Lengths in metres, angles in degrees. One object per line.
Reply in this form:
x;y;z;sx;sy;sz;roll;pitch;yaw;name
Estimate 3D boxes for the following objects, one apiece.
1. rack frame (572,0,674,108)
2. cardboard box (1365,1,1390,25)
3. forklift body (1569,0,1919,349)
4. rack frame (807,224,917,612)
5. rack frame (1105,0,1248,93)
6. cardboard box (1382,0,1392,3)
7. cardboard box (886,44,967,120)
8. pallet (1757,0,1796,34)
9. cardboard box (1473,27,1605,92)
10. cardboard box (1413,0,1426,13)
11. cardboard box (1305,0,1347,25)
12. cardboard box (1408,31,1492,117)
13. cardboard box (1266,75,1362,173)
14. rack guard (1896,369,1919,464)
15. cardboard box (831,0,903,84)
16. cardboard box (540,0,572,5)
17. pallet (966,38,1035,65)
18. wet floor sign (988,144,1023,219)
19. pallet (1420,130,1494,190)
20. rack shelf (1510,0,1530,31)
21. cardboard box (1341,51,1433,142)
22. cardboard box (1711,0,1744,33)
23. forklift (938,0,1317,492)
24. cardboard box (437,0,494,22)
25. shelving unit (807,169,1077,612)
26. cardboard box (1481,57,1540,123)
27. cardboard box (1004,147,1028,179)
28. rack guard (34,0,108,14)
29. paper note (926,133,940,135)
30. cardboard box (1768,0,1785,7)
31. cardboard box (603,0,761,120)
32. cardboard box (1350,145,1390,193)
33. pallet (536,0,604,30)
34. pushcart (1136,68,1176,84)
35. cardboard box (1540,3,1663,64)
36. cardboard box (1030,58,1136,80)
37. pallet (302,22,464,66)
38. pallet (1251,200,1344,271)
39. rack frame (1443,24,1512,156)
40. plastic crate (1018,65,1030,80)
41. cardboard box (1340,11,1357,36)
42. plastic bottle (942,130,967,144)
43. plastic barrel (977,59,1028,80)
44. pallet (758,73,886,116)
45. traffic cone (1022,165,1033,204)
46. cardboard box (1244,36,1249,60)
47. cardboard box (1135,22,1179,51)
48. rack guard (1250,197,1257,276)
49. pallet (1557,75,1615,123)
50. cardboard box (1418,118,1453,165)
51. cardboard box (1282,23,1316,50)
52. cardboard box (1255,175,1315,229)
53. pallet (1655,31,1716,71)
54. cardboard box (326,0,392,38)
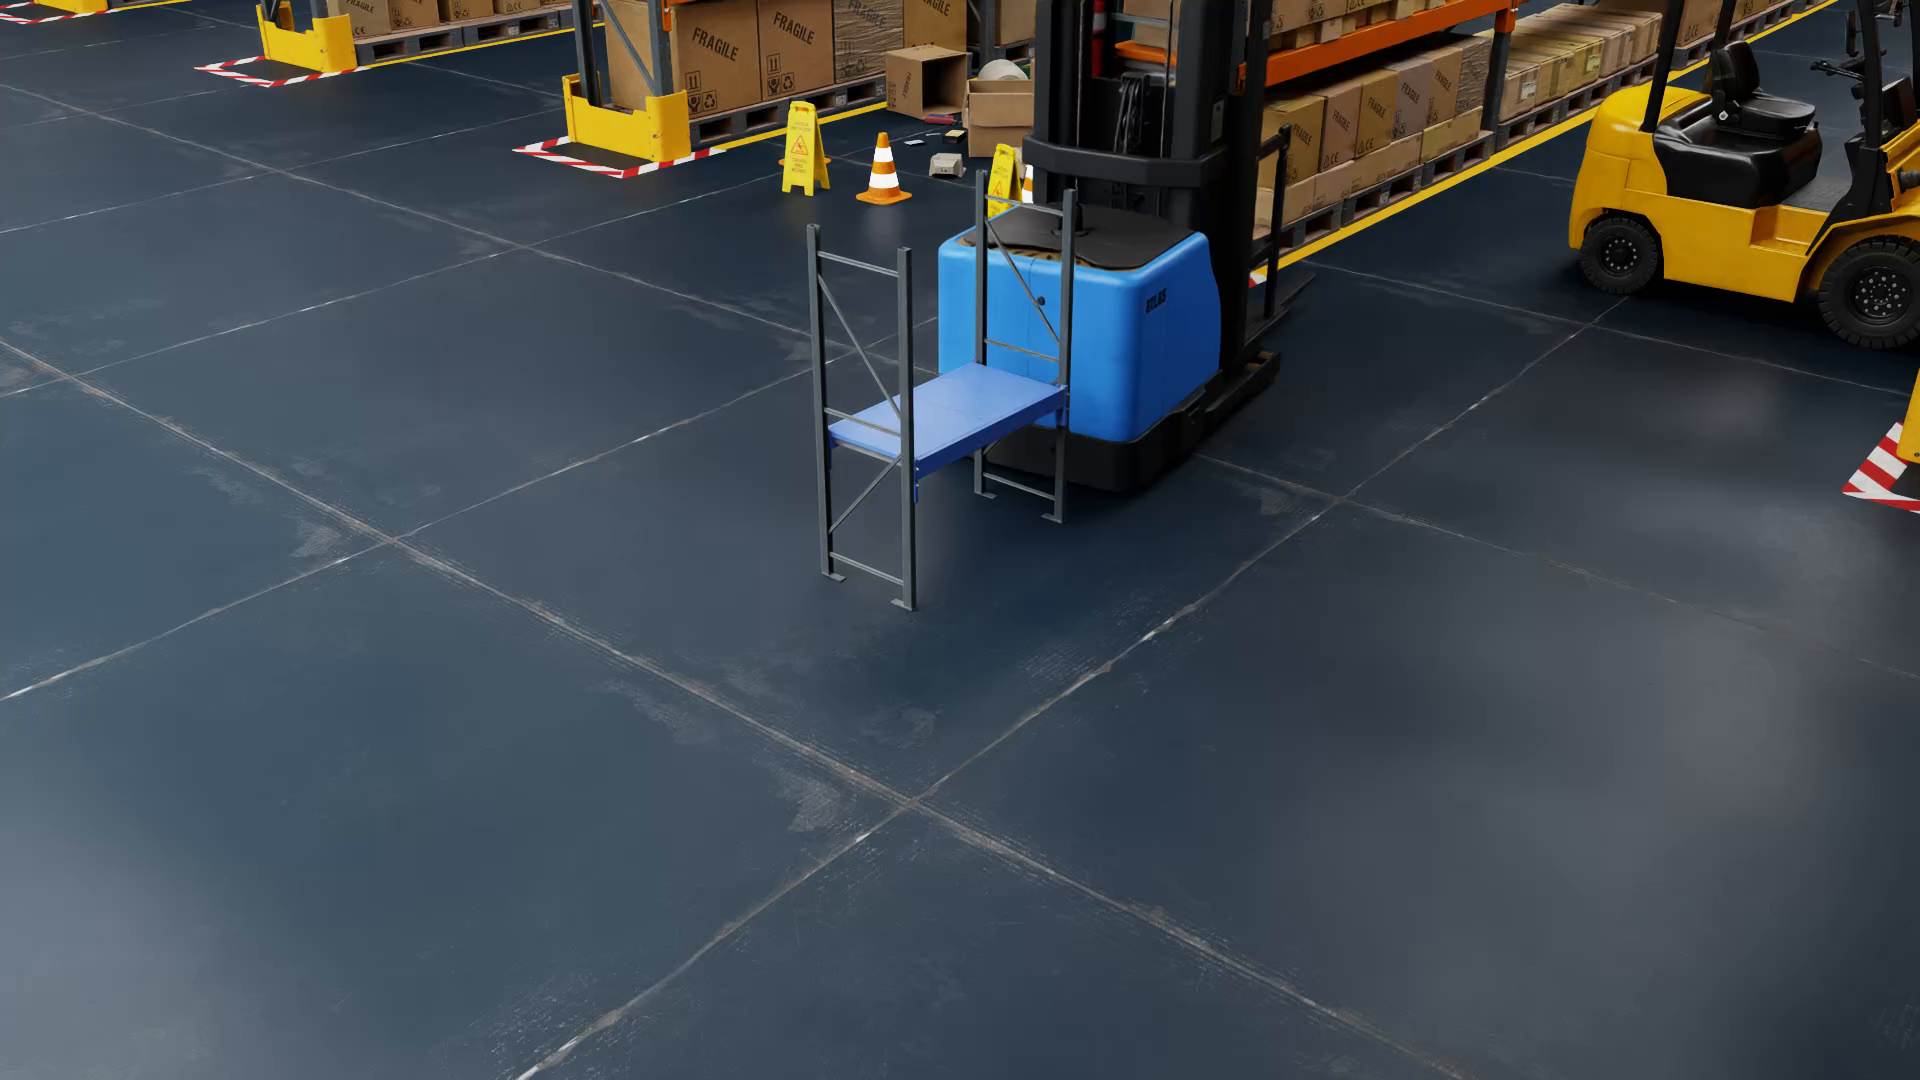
-2.639;-4.492;12.670;1.000;3.000;0.127;21;34;34;rack frame
2.649;-3.568;11.156;0.380;0.149;0.250;20;33;33;cardboard box
4.876;-2.461;9.666;2.313;2.155;1.214;21;34;34;forklift body
-0.378;-0.456;6.499;0.500;1.500;0.032;21;34;34;rack frame
1.245;-3.082;9.942;1.000;3.000;0.127;21;34;34;rack frame
2.727;-3.893;11.079;0.500;0.500;0.500;20;33;33;cardboard box
-0.290;-3.951;14.341;0.500;0.500;0.500;-21;34;-35;cardboard box
8.445;-5.802;18.236;1.003;0.211;1.213;21;34;34;pallet
5.016;-4.209;14.524;0.950;0.372;0.625;22;35;36;cardboard box
2.990;-3.742;11.492;0.380;0.149;0.250;20;33;34;cardboard box
2.087;-3.530;10.376;0.500;0.500;0.500;22;35;36;cardboard box
3.620;-3.510;12.490;0.500;0.500;0.500;20;34;34;cardboard box
2.315;-2.780;11.079;0.500;0.500;0.500;19;33;33;cardboard box
5.062;-0.514;7.699;1.175;0.500;0.348;21;34;34;rack guard
-1.119;-4.630;14.791;0.875;0.875;0.875;21;34;35;cardboard box
-4.502;-6.137;18.112;0.500;0.500;0.500;-16;31;-28;cardboard box
0.338;-4.968;16.623;1.003;0.211;1.213;21;34;34;pallet
0.298;-2.281;10.958;0.232;0.644;0.267;-15;31;-27;wet floor sign
3.389;-3.013;12.844;1.003;0.211;1.213;21;34;34;pallet
5.061;-4.889;14.220;1.077;0.370;4.000;21;34;34;rack shelf
2.974;-3.148;11.790;0.500;0.500;0.500;23;35;37;cardboard box
7.407;-5.696;16.852;0.875;0.875;0.875;21;34;35;cardboard box
1.058;-2.160;8.236;1.130;2.935;3.031;15;31;26;forklift
-5.225;-5.709;17.285;0.500;0.500;0.500;25;36;39;cardboard box
-0.054;-0.636;6.847;0.538;1.500;1.048;21;34;34;shelving unit
4.121;-3.706;13.552;0.950;0.372;0.625;21;34;35;cardboard box
0.519;-2.870;12.636;0.250;0.149;0.380;-10;29;-18;cardboard box
-10.212;-6.356;18.992;1.175;0.500;0.348;21;34;34;rack guard
-0.218;-3.344;13.703;0.123;0.001;0.032;-10;29;-18;paper note
8.545;-6.336;18.088;0.875;0.875;0.875;22;35;36;cardboard box
-2.259;-3.995;13.563;0.875;0.875;0.875;21;34;35;cardboard box
2.639;-2.628;11.601;0.500;0.250;0.500;24;35;38;cardboard box
-4.258;-5.909;18.443;1.003;0.211;1.213;21;34;34;pallet
1.998;-3.984;14.540;1.648;0.377;0.936;9;29;17;pushcart
5.966;-4.740;15.551;0.950;0.372;0.625;18;32;31;cardboard box
0.997;-3.730;13.764;0.797;0.637;0.503;21;34;34;cardboard box
-5.810;-5.044;16.771;1.003;0.211;1.213;21;34;34;pallet
1.837;-2.148;11.172;1.003;0.211;1.213;21;34;34;pallet
3.789;-4.500;12.684;1.000;3.000;0.127;21;34;34;rack frame
0.806;-4.243;15.185;0.662;0.188;0.450;-10;19;-18;plastic crate
2.337;-3.372;10.777;0.380;0.149;0.250;22;34;36;cardboard box
-0.036;-3.294;13.550;0.133;0.061;0.283;9;29;17;plastic bottle
0.367;-3.916;14.359;0.421;0.421;0.512;-5;28;-9;plastic barrel
-1.415;-3.991;14.735;1.003;0.211;1.213;21;34;34;pallet
0.523;-2.484;11.549;0.336;0.463;0.334;21;34;34;traffic cone
1.621;-3.030;10.116;0.380;0.149;0.250;21;34;35;cardboard box
1.318;-3.165;10.377;0.380;0.149;0.250;22;35;36;cardboard box
1.293;-1.998;10.569;1.175;0.500;0.348;21;34;34;rack guard
5.059;-3.972;14.699;1.003;0.211;1.213;21;34;34;pallet
3.290;-2.985;12.291;0.500;0.250;0.500;20;33;33;cardboard box
2.002;-3.194;10.433;0.380;0.149;0.250;20;33;33;cardboard box
1.971;-2.252;10.874;0.500;0.250;0.500;20;34;34;cardboard box
6.893;-4.937;16.564;1.003;0.211;1.213;21;34;34;pallet
-5.992;-5.271;16.437;0.500;0.500;0.500;-21;34;-35;cardboard box
